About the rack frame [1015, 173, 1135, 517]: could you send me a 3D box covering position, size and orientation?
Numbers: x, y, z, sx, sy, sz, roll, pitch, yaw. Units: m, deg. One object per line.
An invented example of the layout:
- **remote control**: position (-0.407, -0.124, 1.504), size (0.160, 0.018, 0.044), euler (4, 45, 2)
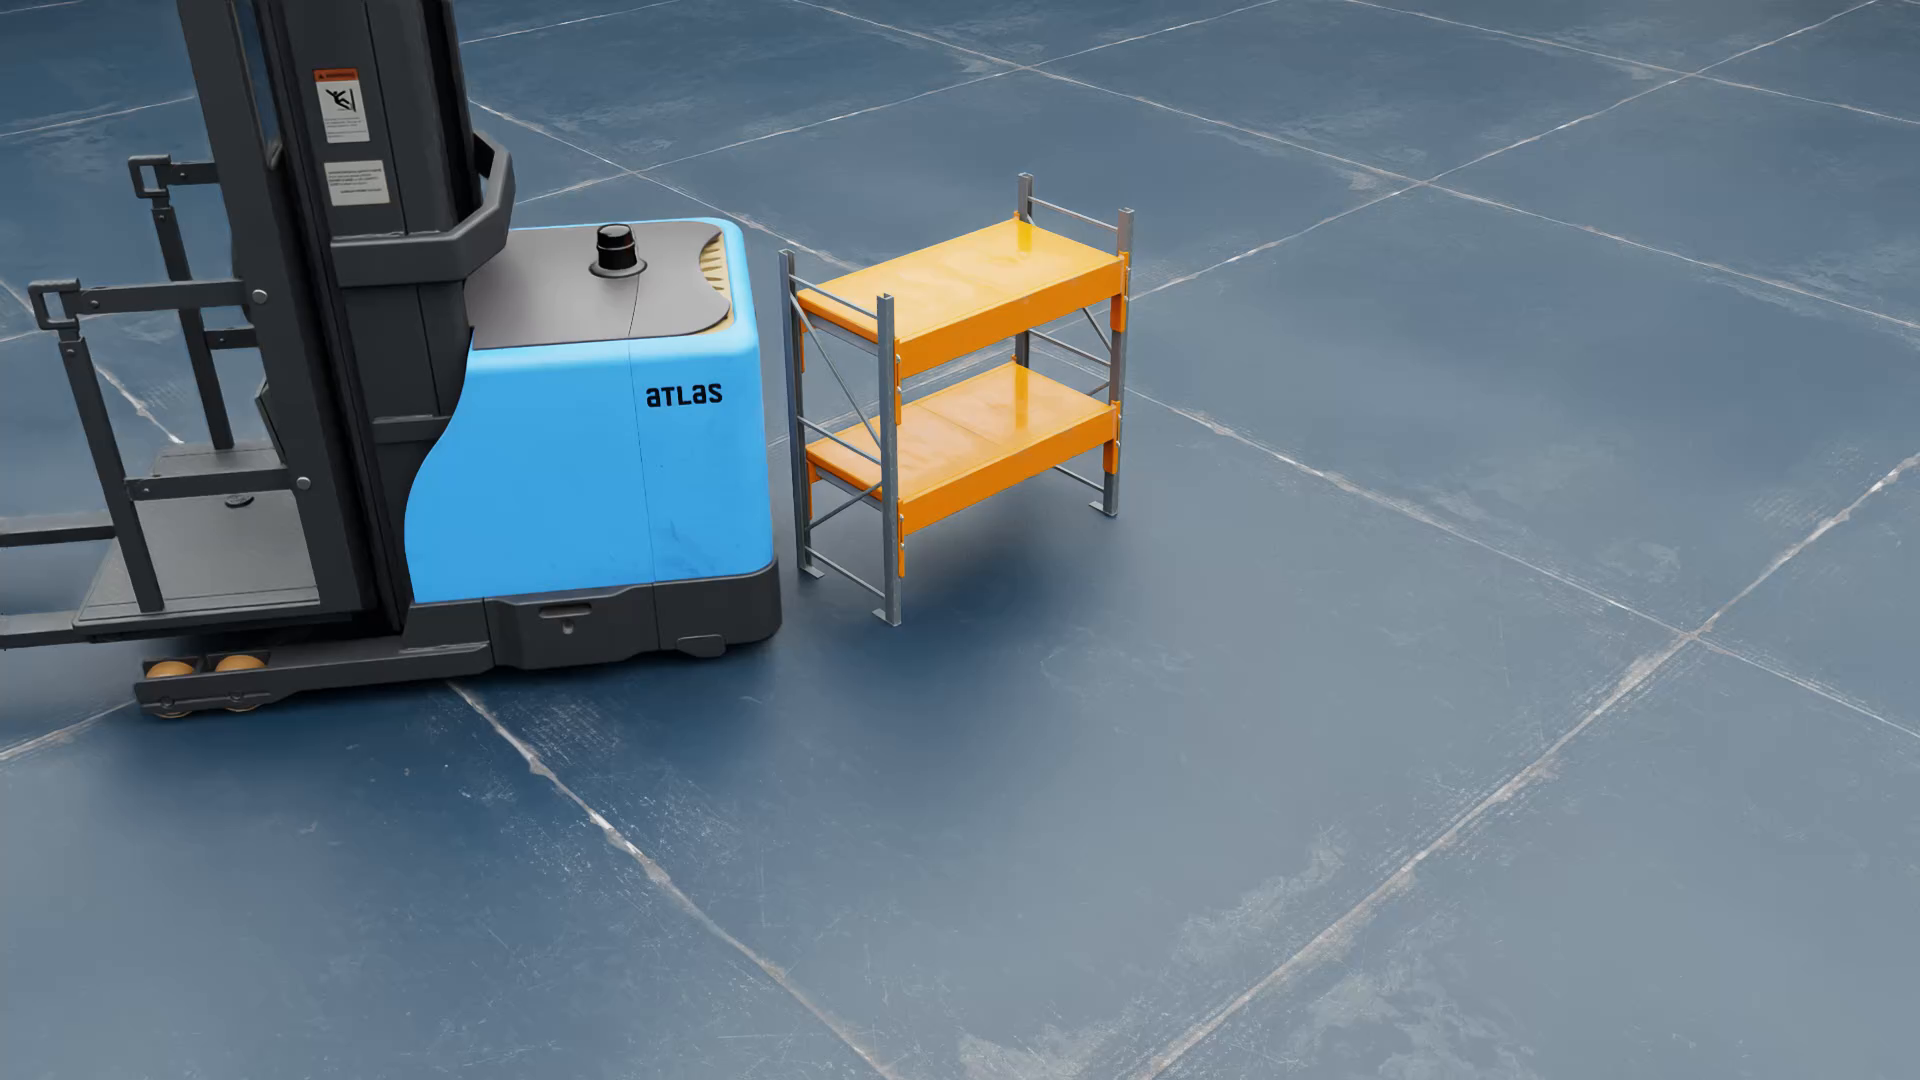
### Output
- **rack frame**: position (0.378, -0.663, 5.755), size (0.032, 1.125, 0.500), euler (-26, 40, -35)

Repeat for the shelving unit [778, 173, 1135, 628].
- **shelving unit**: position (0.005, -0.482, 5.460), size (1.048, 1.125, 0.538), euler (-26, 40, -35)

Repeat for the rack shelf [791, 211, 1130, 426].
- **rack shelf**: position (0.005, -0.732, 5.308), size (1.000, 0.278, 0.538), euler (-26, 40, -35)

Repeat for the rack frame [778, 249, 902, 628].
- **rack frame**: position (-0.368, -0.302, 5.166), size (0.032, 1.125, 0.500), euler (-26, 40, -35)

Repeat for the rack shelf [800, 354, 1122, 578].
- **rack shelf**: position (0.005, -0.274, 5.588), size (1.000, 0.278, 0.538), euler (-26, 40, -35)

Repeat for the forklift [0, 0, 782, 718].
- **forklift**: position (-2.120, -1.024, 4.615), size (3.031, 2.935, 1.130), euler (-5, 32, -8)
